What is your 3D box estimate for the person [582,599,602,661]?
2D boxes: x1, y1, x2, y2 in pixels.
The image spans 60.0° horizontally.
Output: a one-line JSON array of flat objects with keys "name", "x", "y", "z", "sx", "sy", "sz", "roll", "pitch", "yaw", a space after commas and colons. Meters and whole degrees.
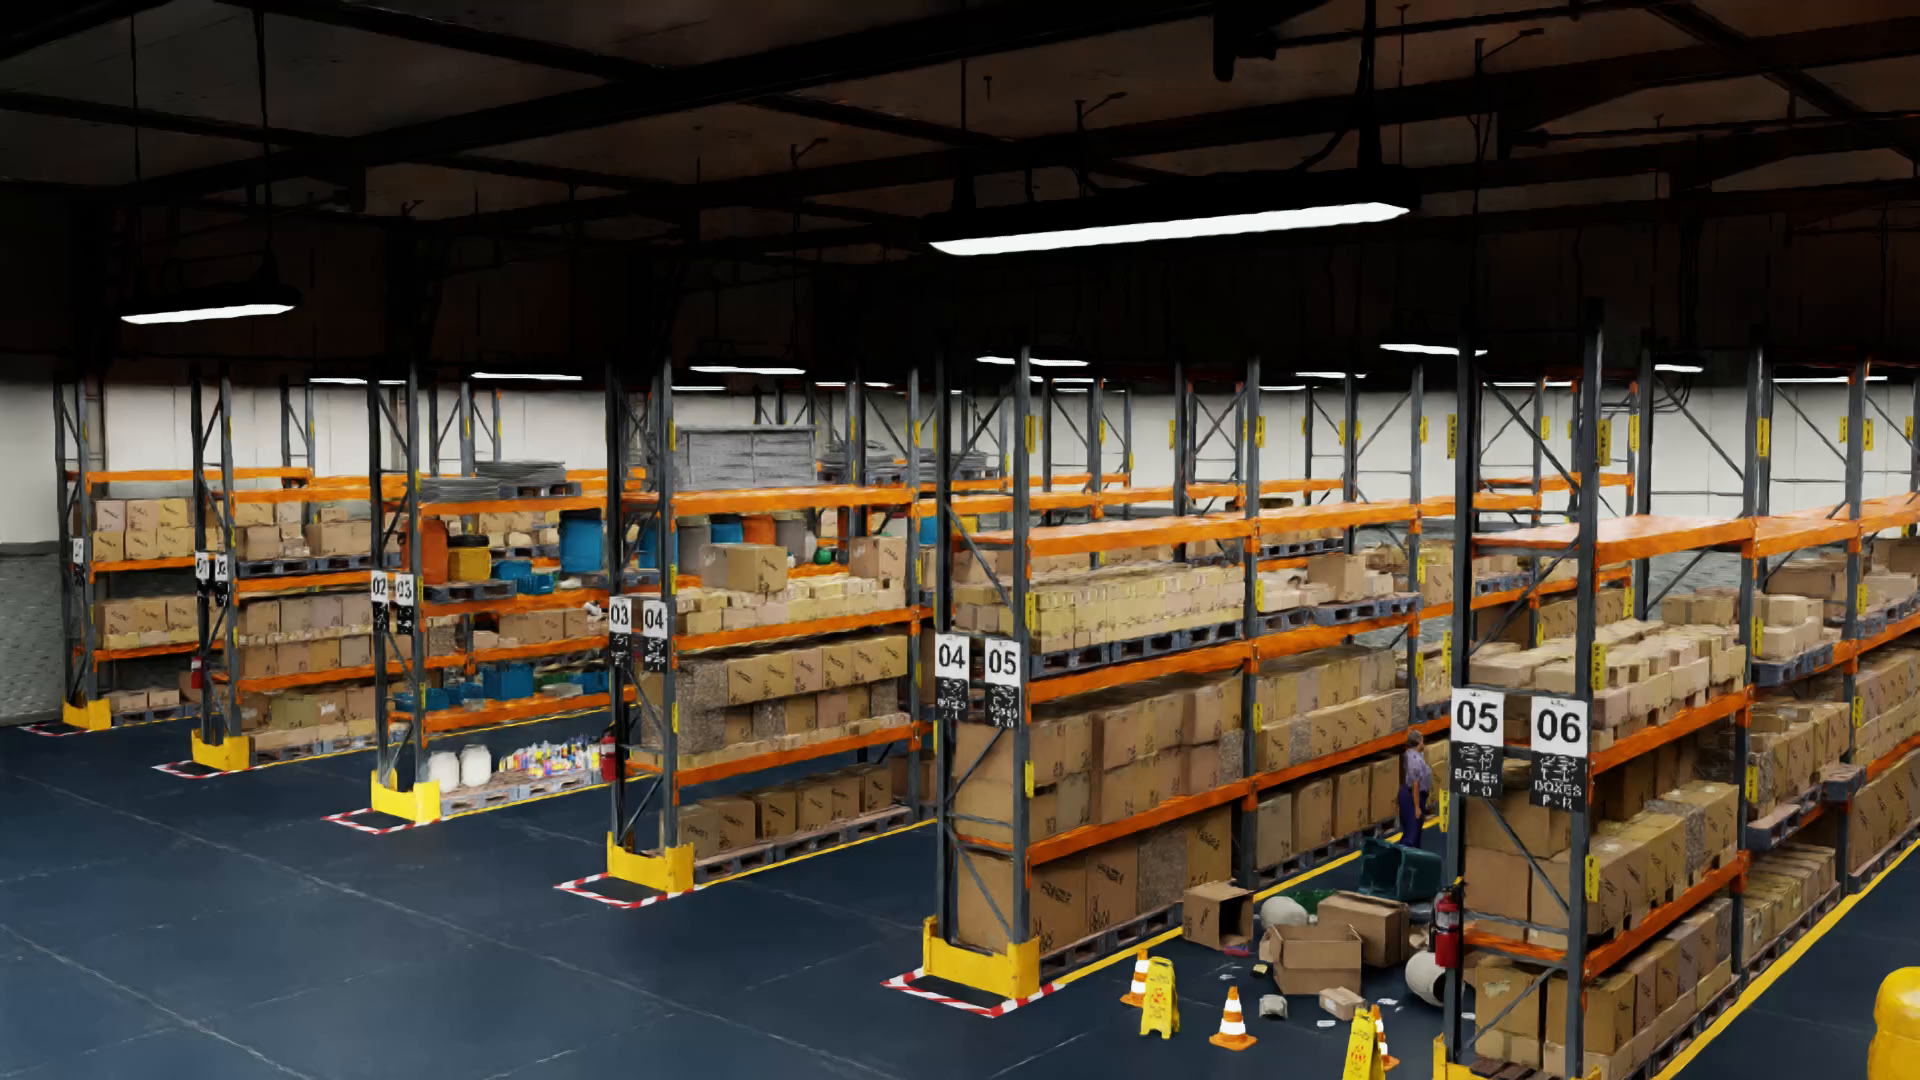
[{"name": "person", "x": -7.462, "y": 1.848, "z": 33.706, "sx": 0.447, "sy": 1.770, "sz": 0.569, "roll": 1, "pitch": 4, "yaw": 16}]

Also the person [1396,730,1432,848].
[{"name": "person", "x": 5.170, "y": 2.972, "z": 18.829, "sx": 0.424, "sy": 1.651, "sz": 0.526, "roll": 1, "pitch": 4, "yaw": 9}]
